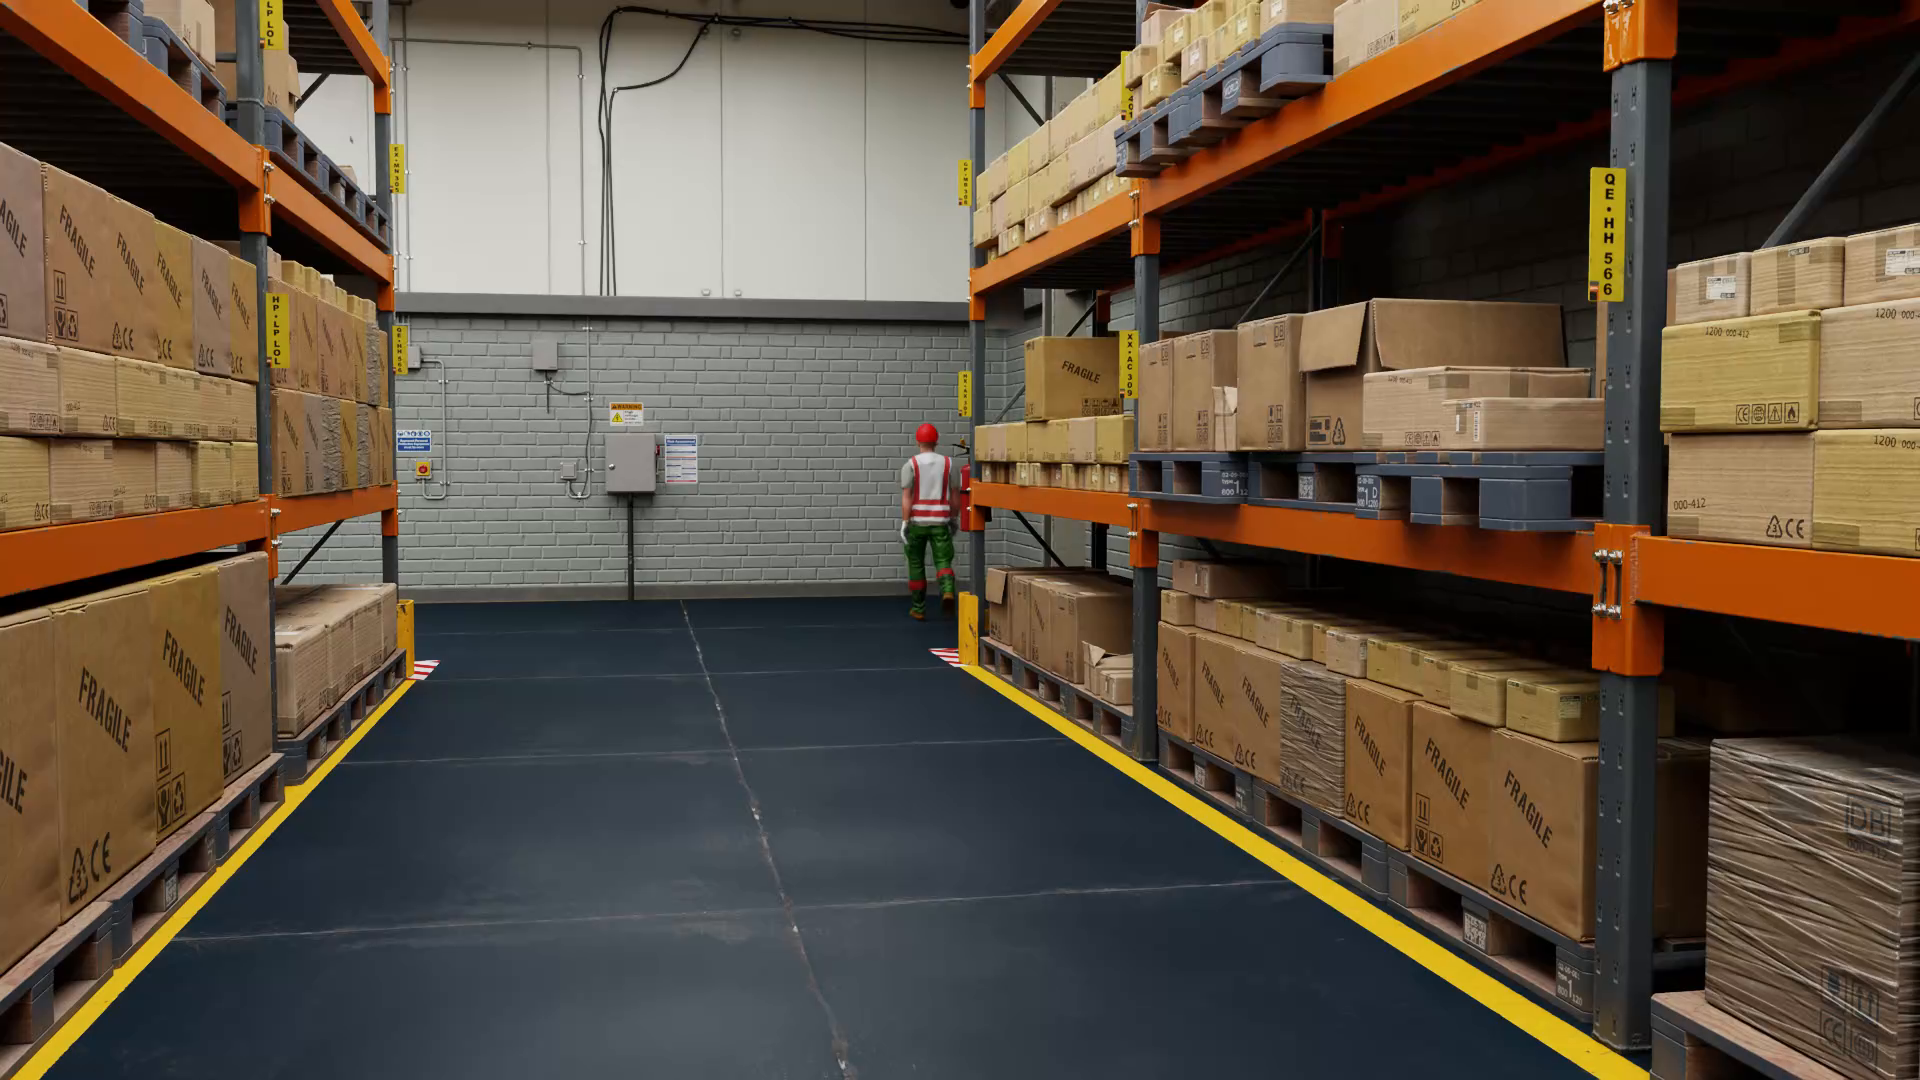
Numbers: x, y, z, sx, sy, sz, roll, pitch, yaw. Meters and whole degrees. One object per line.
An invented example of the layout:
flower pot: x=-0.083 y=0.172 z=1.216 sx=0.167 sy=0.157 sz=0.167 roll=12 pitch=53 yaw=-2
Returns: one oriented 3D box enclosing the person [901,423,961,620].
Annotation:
person: x=-0.261 y=-0.156 z=14.789 sx=0.553 sy=1.762 sz=0.913 roll=0 pitch=3 yaw=-9
